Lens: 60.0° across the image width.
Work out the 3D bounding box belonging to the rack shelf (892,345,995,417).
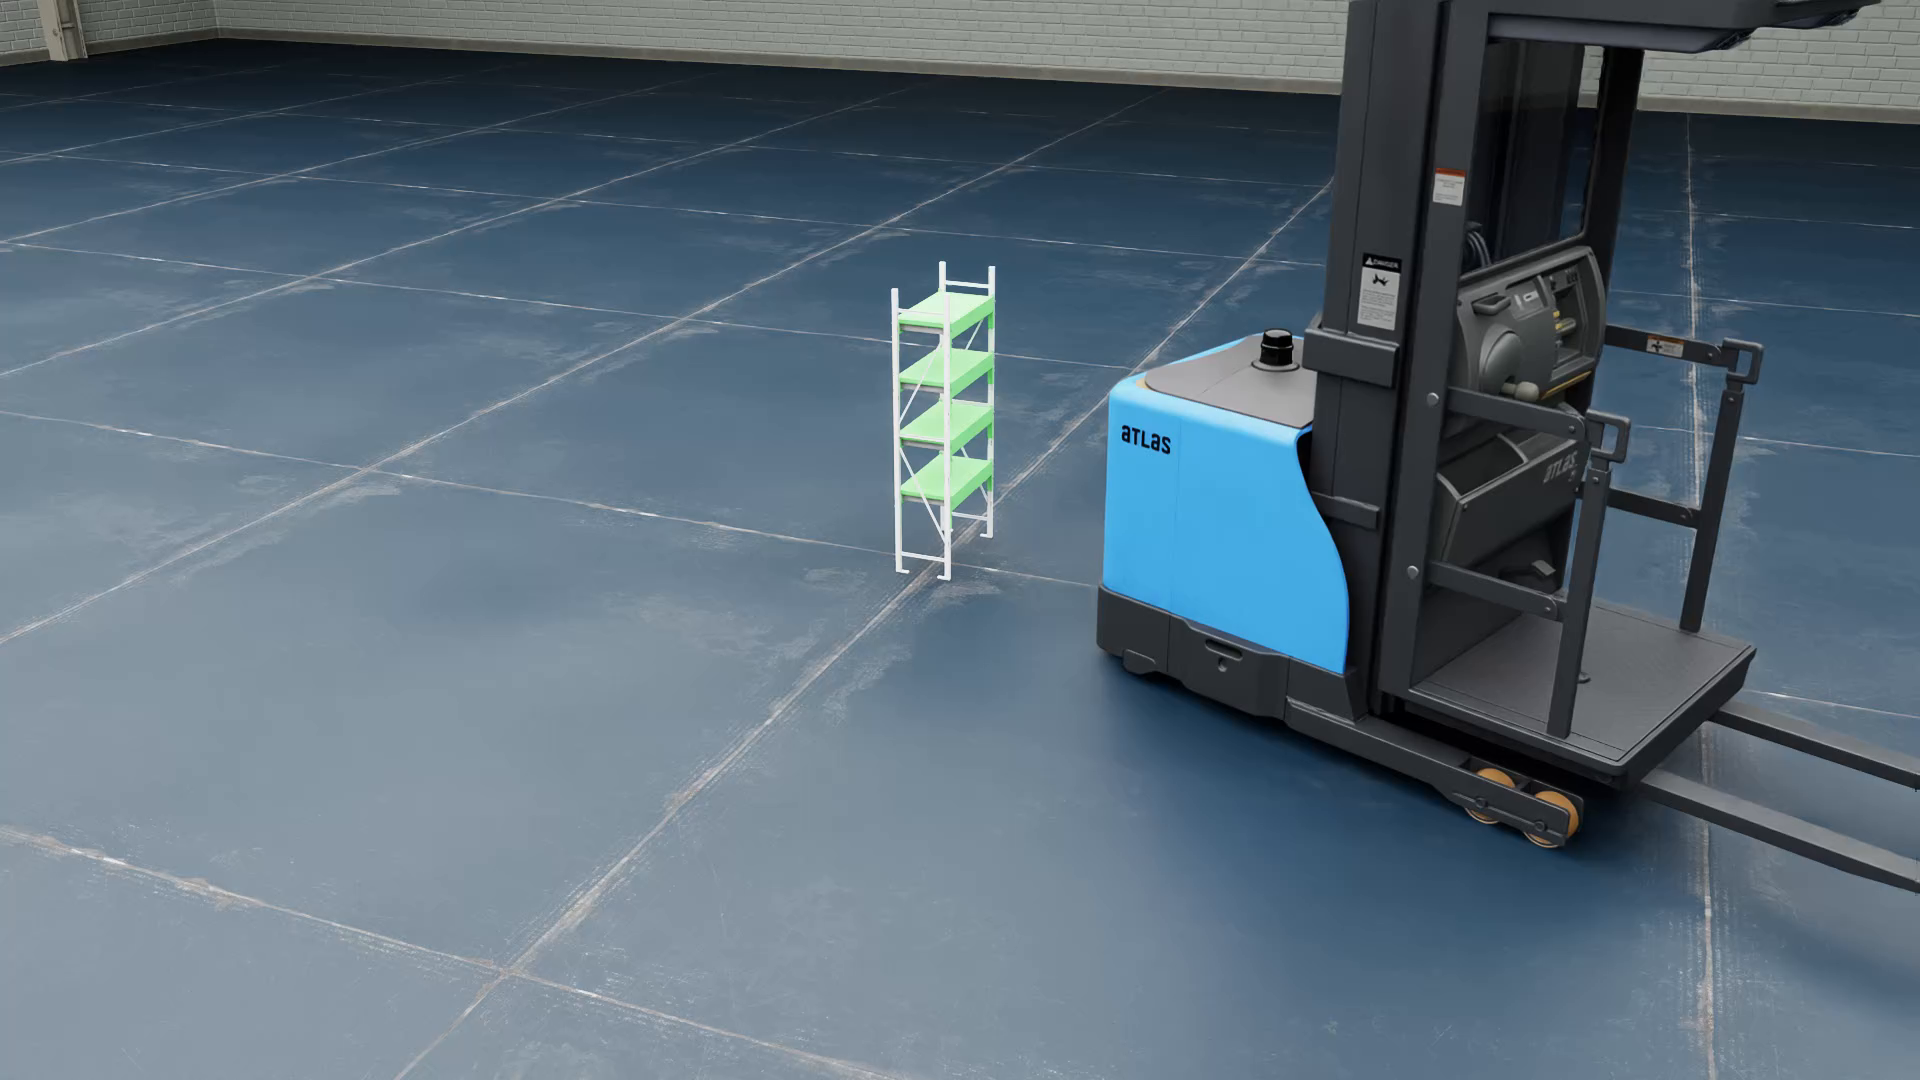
[{"bbox_3d":[-0.061,-0.657,6.809,0.258,0.148,0.480,9,24,20],"label":"rack shelf"}]

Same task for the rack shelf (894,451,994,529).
[{"bbox_3d":[-0.061,-0.214,6.994,0.258,0.148,0.480,9,24,20],"label":"rack shelf"}]

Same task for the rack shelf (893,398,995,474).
[{"bbox_3d":[-0.061,-0.435,6.902,0.258,0.148,0.480,9,24,20],"label":"rack shelf"}]

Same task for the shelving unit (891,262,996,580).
[{"bbox_3d":[-0.061,-0.494,6.877,0.258,1.200,0.503,9,24,20],"label":"shelving unit"}]

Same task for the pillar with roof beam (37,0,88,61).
[{"bbox_3d":[-8.652,-10.365,20.389,9.100,9.000,0.400,9,24,20],"label":"pillar with roof beam"}]

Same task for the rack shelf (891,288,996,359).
[{"bbox_3d":[-0.062,-0.878,6.717,0.258,0.148,0.480,9,24,20],"label":"rack shelf"}]

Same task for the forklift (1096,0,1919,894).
[{"bbox_3d":[1.920,-0.650,5.004,3.031,2.935,1.130,20,30,39],"label":"forklift"}]

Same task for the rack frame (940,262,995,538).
[{"bbox_3d":[0.029,-0.582,7.086,0.240,1.200,0.015,9,24,20],"label":"rack frame"}]

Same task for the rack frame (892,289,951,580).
[{"bbox_3d":[-0.152,-0.407,6.668,0.240,1.200,0.015,9,24,20],"label":"rack frame"}]
